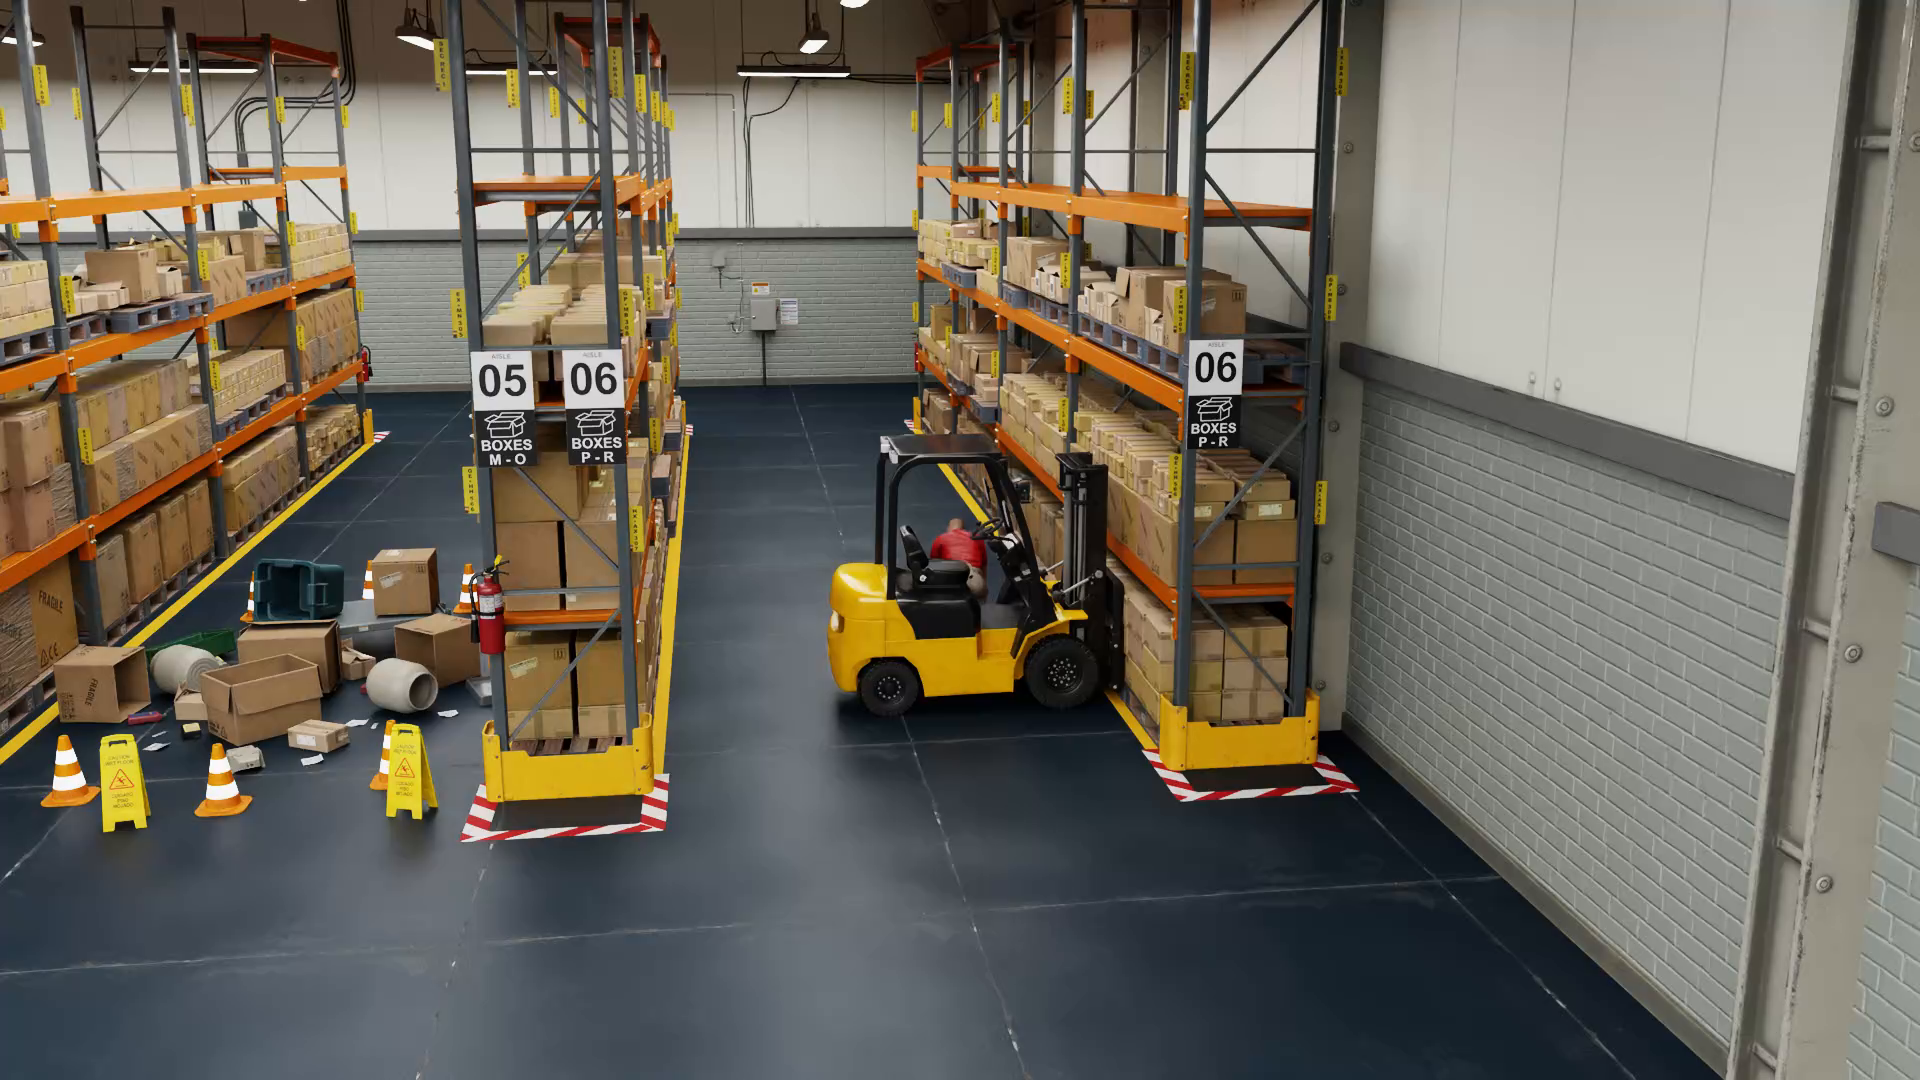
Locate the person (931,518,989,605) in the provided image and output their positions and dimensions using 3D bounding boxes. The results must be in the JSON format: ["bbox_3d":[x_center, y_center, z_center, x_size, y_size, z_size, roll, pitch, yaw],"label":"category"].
[{"bbox_3d":[-0.007,0.356,16.047,0.570,1.028,0.877,0,13,1],"label":"person"}]
